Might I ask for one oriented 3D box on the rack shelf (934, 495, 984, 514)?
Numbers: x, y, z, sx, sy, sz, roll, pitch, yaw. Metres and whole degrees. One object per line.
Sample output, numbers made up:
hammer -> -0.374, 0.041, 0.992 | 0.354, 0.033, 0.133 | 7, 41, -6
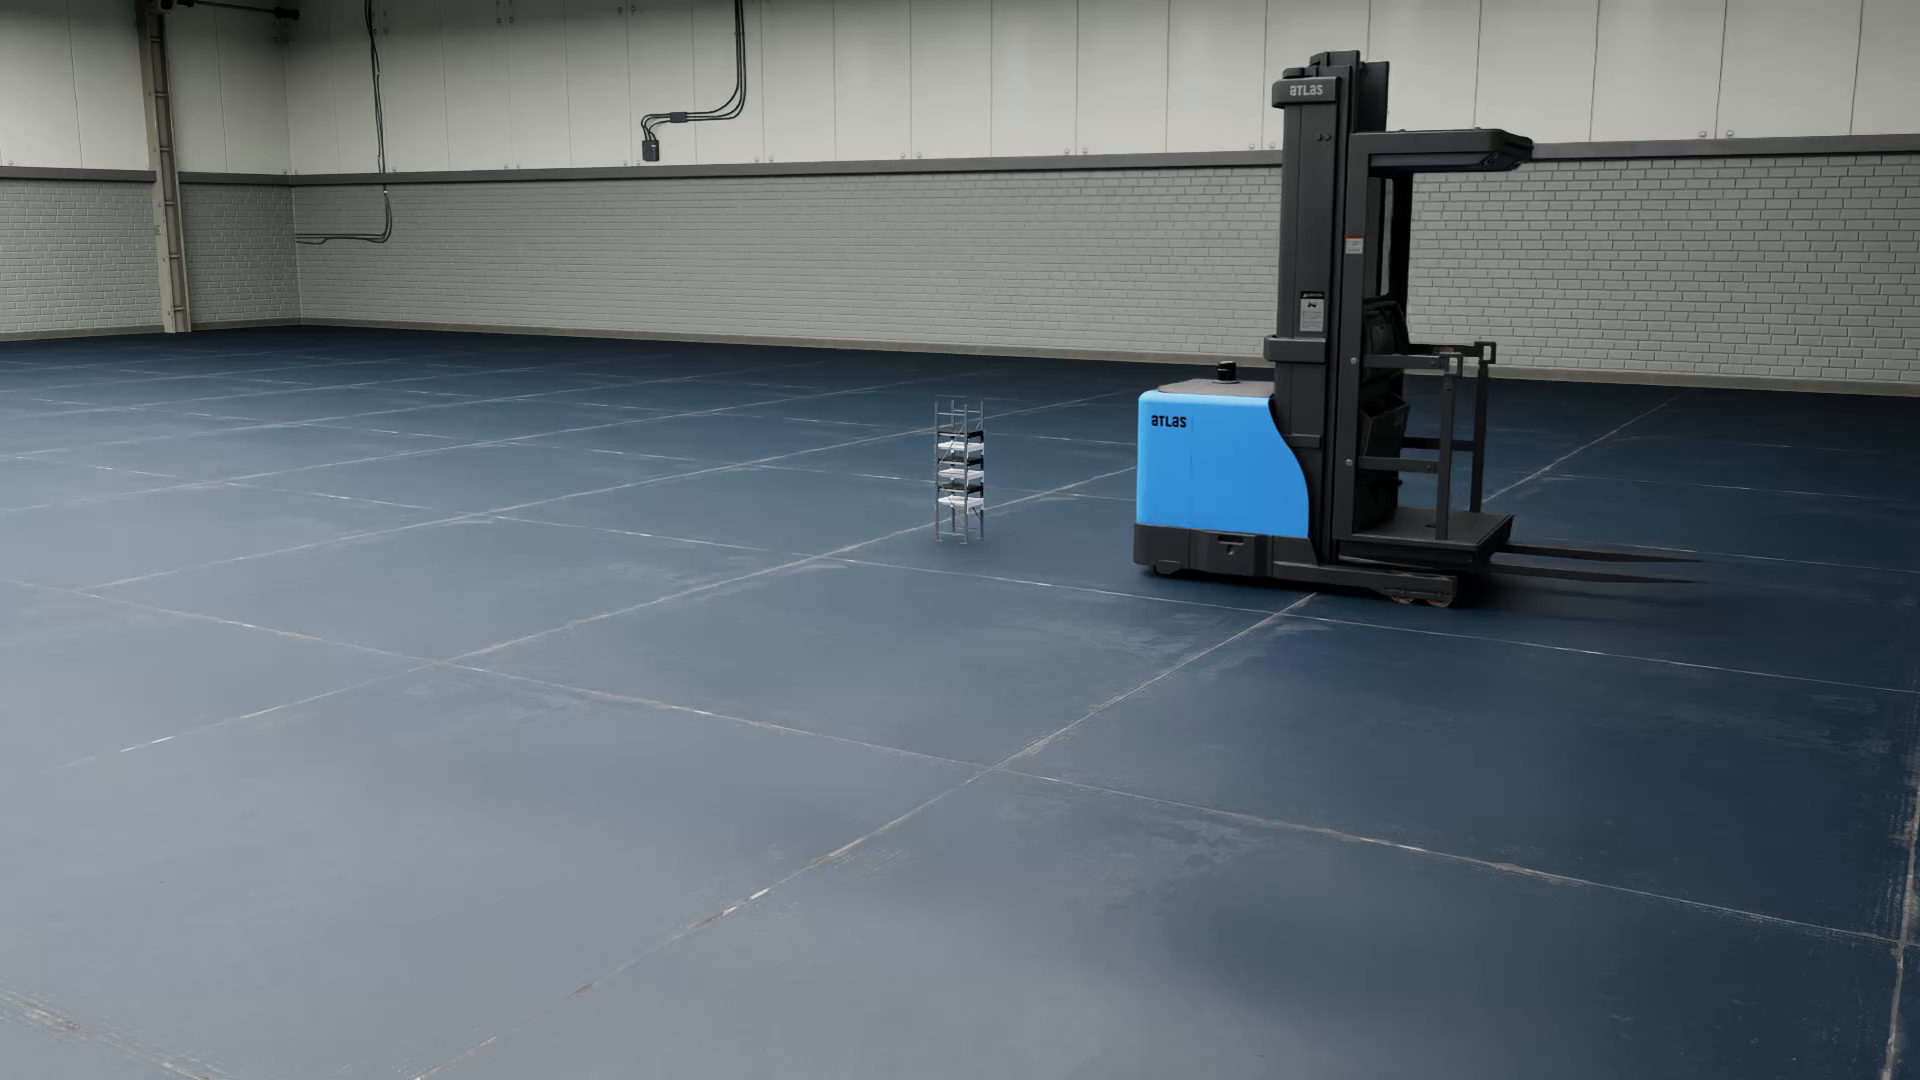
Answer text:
rack shelf -> -0.004, -0.231, 10.818 | 0.258, 0.077, 0.200 | 6, 12, 31

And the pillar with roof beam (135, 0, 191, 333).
pillar with roof beam -> -11.758, -8.120, 29.787 | 9.100, 9.000, 0.548 | 6, 12, 31

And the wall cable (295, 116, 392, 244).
wall cable -> -12.777, -7.342, 34.070 | 3.097, 2.526, 0.112 | 6, 12, 31

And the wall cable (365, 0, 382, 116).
wall cable -> -10.465, -9.566, 32.224 | 3.097, 2.526, 0.112 | 6, 12, 31

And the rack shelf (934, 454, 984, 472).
rack shelf -> -0.004, -0.497, 10.769 | 0.258, 0.077, 0.200 | 6, 12, 31

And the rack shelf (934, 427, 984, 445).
rack shelf -> -0.004, -0.674, 10.736 | 0.258, 0.077, 0.200 | 6, 12, 31

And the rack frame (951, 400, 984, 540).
rack frame -> 0.049, -0.457, 10.864 | 0.240, 0.900, 0.006 | 6, 12, 31

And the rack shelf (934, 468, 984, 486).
rack shelf -> -0.004, -0.408, 10.785 | 0.258, 0.077, 0.200 | 6, 12, 31

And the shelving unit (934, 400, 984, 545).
shelving unit -> -0.004, -0.441, 10.779 | 0.258, 0.900, 0.210 | 6, 12, 31

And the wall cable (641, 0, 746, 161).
wall cable -> -4.672, -9.630, 28.613 | 2.305, 6.003, 0.169 | 6, 12, 31

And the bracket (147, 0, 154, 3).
bracket -> -15.349, -10.201, 31.123 | 0.235, 0.232, 0.430 | 6, 12, 31

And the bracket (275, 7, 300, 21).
bracket -> -13.688, -10.705, 33.811 | 0.235, 0.232, 0.430 | 6, 12, 31

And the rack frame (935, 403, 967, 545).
rack frame -> -0.057, -0.425, 10.694 | 0.240, 0.900, 0.006 | 6, 12, 31

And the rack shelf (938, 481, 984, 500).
rack shelf -> -0.004, -0.320, 10.802 | 0.258, 0.077, 0.200 | 6, 12, 31

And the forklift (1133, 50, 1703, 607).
forklift -> 2.569, -1.191, 9.264 | 3.031, 2.935, 1.130 | 5, 12, 27

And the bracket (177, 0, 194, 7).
bracket -> -14.918, -10.332, 31.820 | 0.235, 0.232, 0.430 | 6, 12, 31

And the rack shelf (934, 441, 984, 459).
rack shelf -> -0.004, -0.585, 10.752 | 0.258, 0.077, 0.200 | 6, 12, 31

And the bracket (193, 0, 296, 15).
bracket -> -13.994, -10.612, 33.315 | 0.076, 0.066, 3.189 | 6, 12, 31
